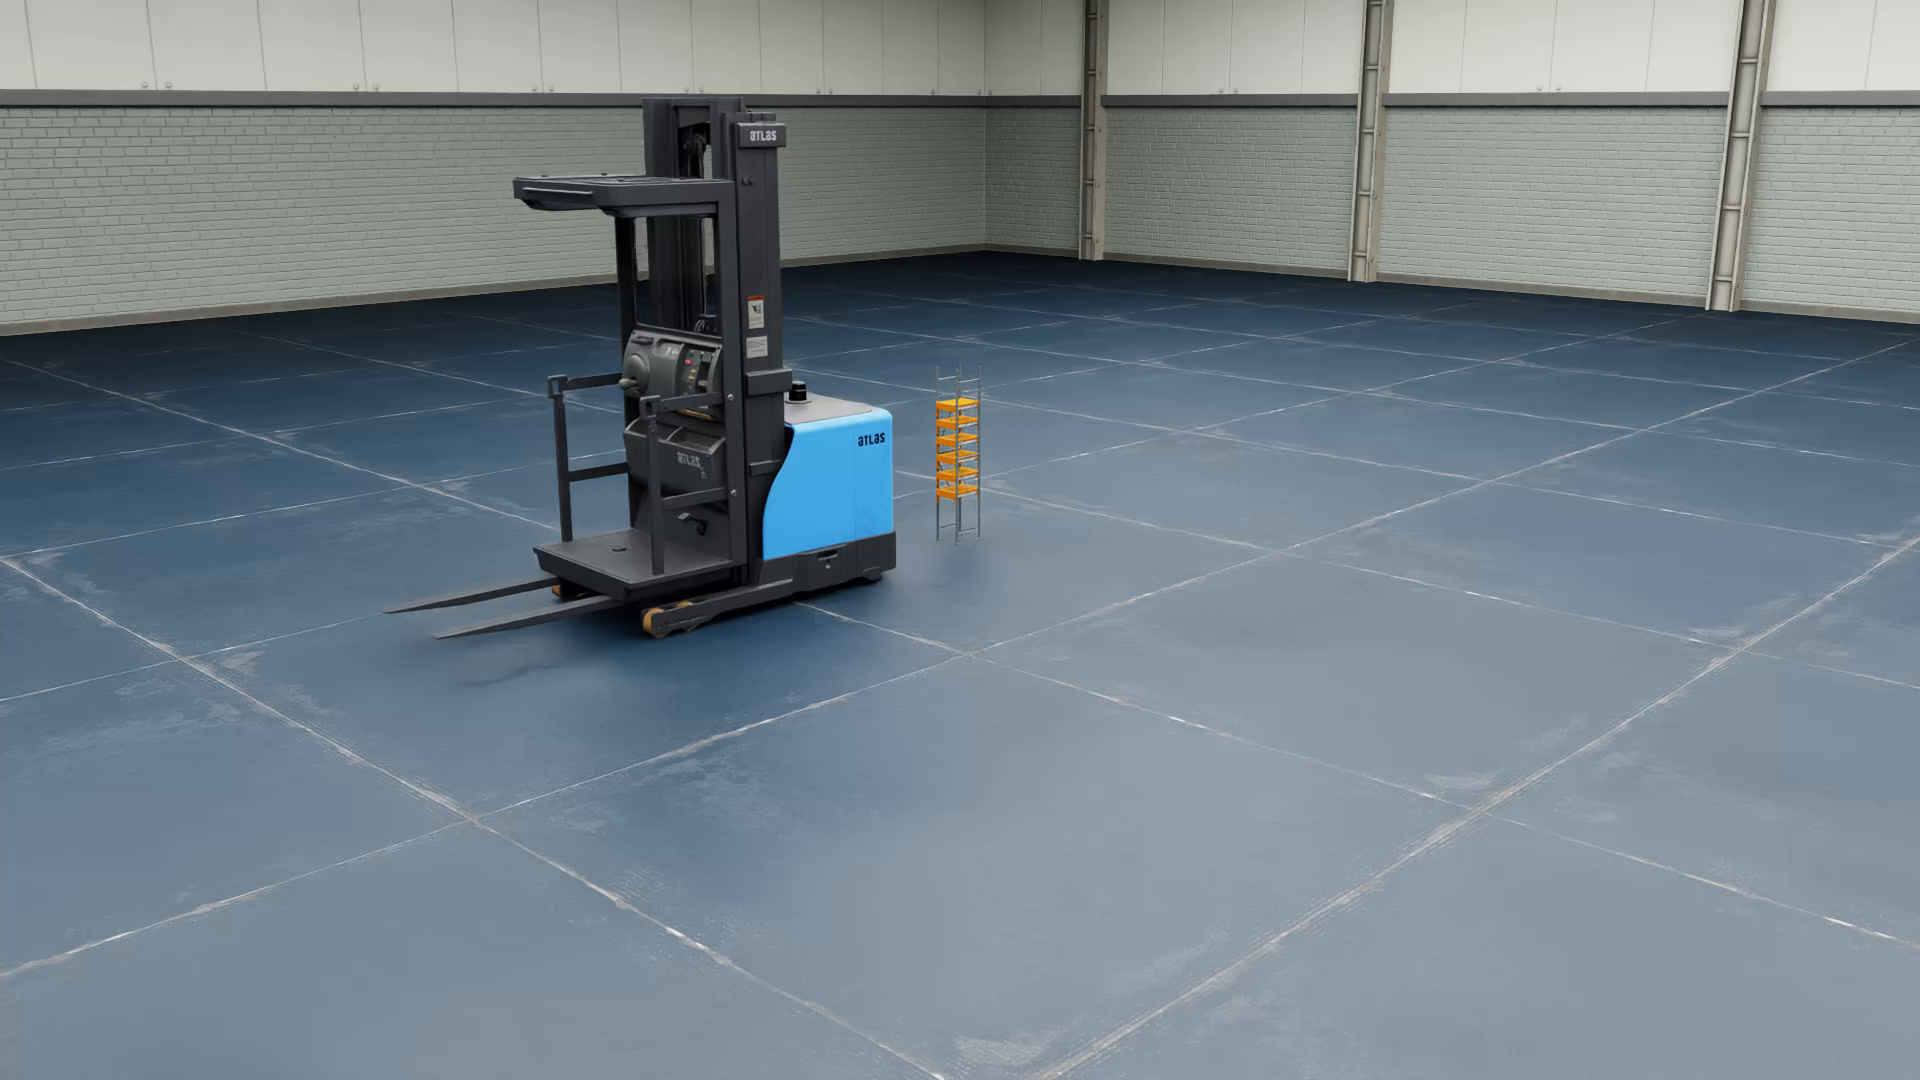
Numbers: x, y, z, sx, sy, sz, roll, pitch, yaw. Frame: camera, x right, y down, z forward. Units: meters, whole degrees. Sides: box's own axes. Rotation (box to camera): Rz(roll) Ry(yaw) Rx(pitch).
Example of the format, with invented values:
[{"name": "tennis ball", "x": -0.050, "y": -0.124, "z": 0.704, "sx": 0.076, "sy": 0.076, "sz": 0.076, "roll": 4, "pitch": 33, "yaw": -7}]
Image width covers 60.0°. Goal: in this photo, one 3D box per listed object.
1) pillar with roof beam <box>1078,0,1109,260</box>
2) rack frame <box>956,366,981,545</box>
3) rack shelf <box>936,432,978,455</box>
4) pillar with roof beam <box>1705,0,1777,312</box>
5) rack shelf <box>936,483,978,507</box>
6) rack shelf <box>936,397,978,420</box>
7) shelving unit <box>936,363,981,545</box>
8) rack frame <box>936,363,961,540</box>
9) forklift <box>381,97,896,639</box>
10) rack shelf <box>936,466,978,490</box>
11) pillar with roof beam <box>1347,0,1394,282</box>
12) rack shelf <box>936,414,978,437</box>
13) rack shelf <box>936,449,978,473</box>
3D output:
[{"name": "pillar with roof beam", "x": -0.429, "y": -9.057, "z": 28.345, "sx": 0.400, "sy": 9.000, "sz": 9.100, "roll": 14, "pitch": 20, "yaw": 42}, {"name": "rack frame", "x": 0.055, "y": -0.567, "z": 11.229, "sx": 0.006, "sy": 1.200, "sz": 0.240, "roll": 14, "pitch": 20, "yaw": 42}, {"name": "rack shelf", "x": -0.010, "y": -0.656, "z": 11.271, "sx": 0.180, "sy": 0.103, "sz": 0.258, "roll": 14, "pitch": 20, "yaw": 42}, {"name": "pillar with roof beam", "x": 8.210, "y": -6.957, "z": 20.285, "sx": 0.400, "sy": 9.000, "sz": 9.100, "roll": 14, "pitch": 20, "yaw": 42}, {"name": "rack shelf", "x": -0.010, "y": -0.308, "z": 11.362, "sx": 0.180, "sy": 0.103, "sz": 0.258, "roll": 14, "pitch": 20, "yaw": 42}, {"name": "rack shelf", "x": -0.010, "y": -0.889, "z": 11.211, "sx": 0.180, "sy": 0.103, "sz": 0.258, "roll": 14, "pitch": 20, "yaw": 42}, {"name": "shelving unit", "x": -0.010, "y": -0.583, "z": 11.291, "sx": 0.189, "sy": 1.200, "sz": 0.258, "roll": 14, "pitch": 20, "yaw": 42}, {"name": "rack frame", "x": -0.076, "y": -0.599, "z": 11.352, "sx": 0.006, "sy": 1.200, "sz": 0.240, "roll": 14, "pitch": 20, "yaw": 42}, {"name": "forklift", "x": -1.826, "y": -1.017, "z": 9.522, "sx": 3.031, "sy": 2.935, "sz": 1.130, "roll": -13, "pitch": 20, "yaw": -41}, {"name": "rack shelf", "x": -0.010, "y": -0.424, "z": 11.332, "sx": 0.180, "sy": 0.103, "sz": 0.258, "roll": 14, "pitch": 20, "yaw": 42}, {"name": "pillar with roof beam", "x": 3.891, "y": -8.007, "z": 24.315, "sx": 0.400, "sy": 9.000, "sz": 9.100, "roll": 14, "pitch": 20, "yaw": 42}, {"name": "rack shelf", "x": -0.010, "y": -0.772, "z": 11.241, "sx": 0.180, "sy": 0.103, "sz": 0.258, "roll": 14, "pitch": 20, "yaw": 42}, {"name": "rack shelf", "x": -0.010, "y": -0.540, "z": 11.302, "sx": 0.180, "sy": 0.103, "sz": 0.258, "roll": 14, "pitch": 20, "yaw": 42}]
